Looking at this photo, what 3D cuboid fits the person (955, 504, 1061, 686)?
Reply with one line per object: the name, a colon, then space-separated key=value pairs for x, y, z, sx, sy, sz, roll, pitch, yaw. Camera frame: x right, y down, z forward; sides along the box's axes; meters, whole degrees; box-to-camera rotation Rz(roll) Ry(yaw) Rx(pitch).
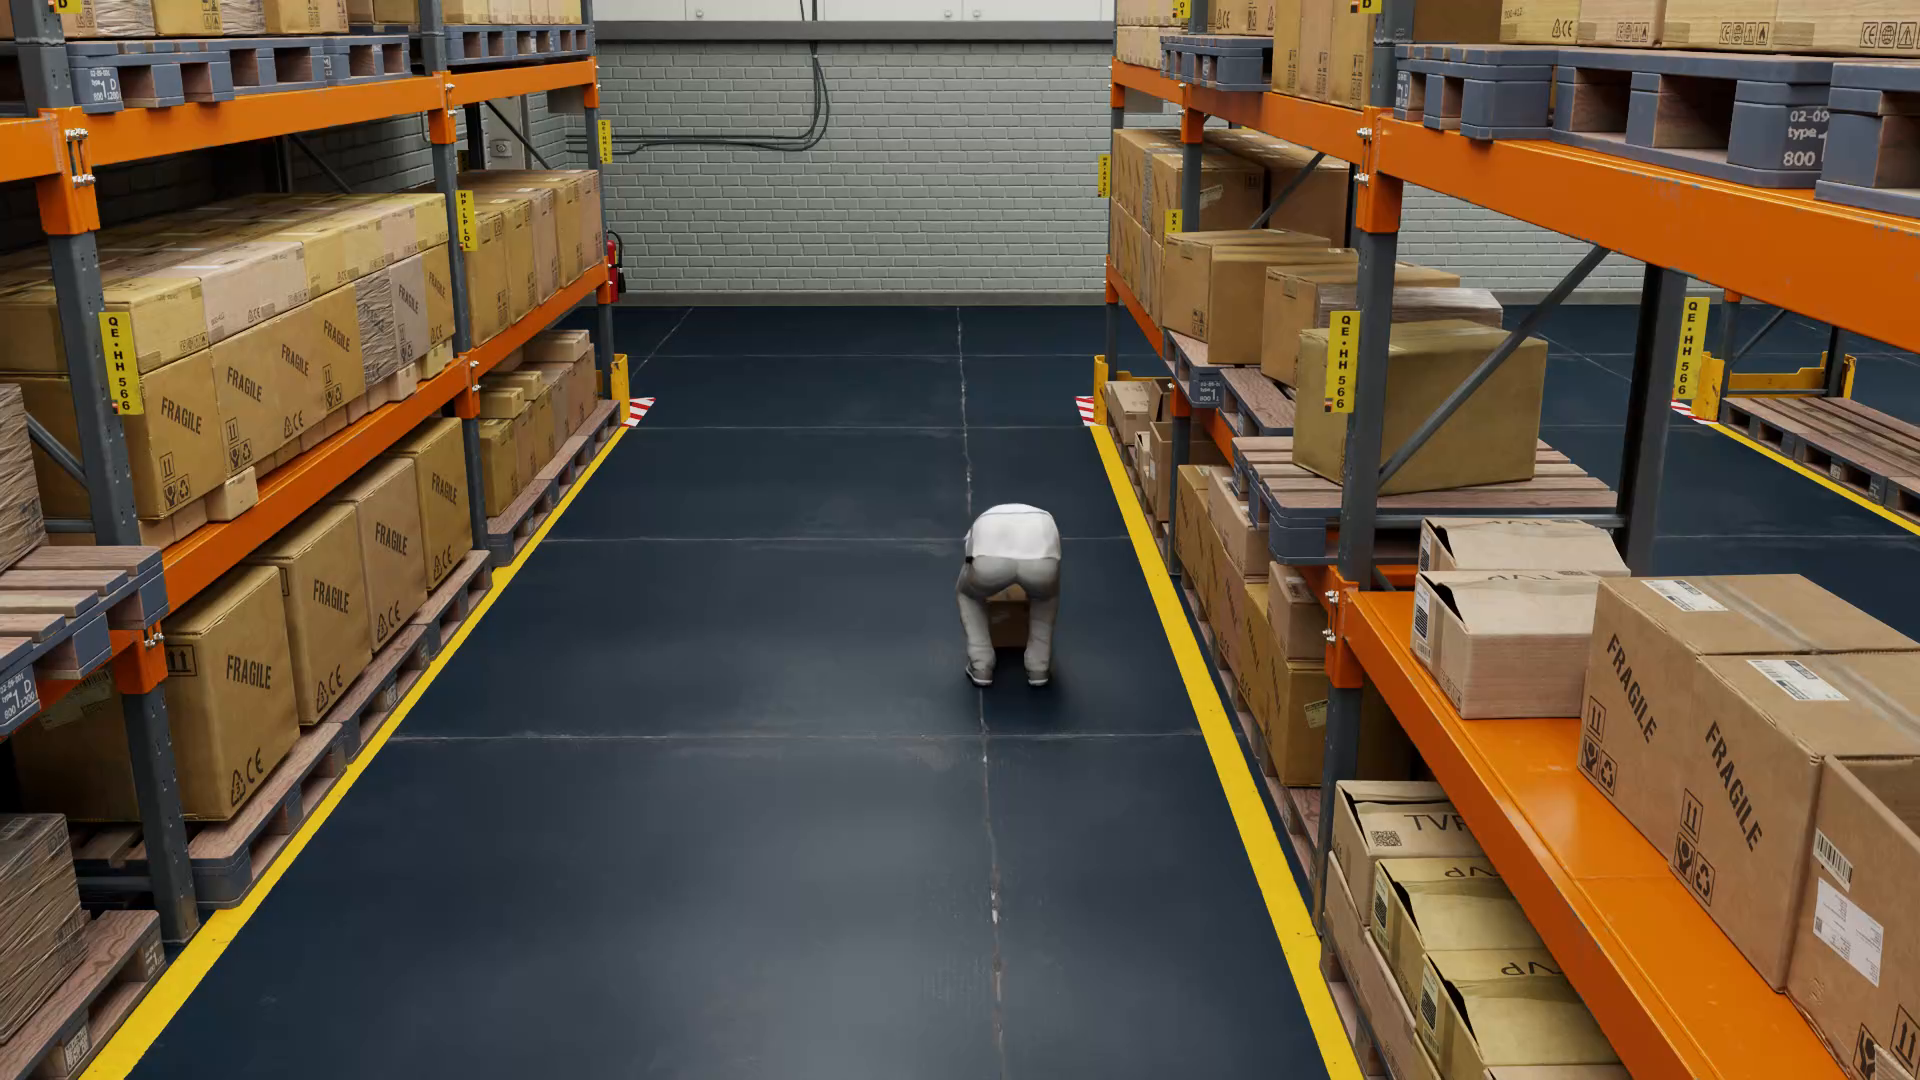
person: x=0.237 y=0.210 z=8.182 sx=0.519 sy=0.886 sz=0.936 roll=-1 pitch=17 yaw=-2
